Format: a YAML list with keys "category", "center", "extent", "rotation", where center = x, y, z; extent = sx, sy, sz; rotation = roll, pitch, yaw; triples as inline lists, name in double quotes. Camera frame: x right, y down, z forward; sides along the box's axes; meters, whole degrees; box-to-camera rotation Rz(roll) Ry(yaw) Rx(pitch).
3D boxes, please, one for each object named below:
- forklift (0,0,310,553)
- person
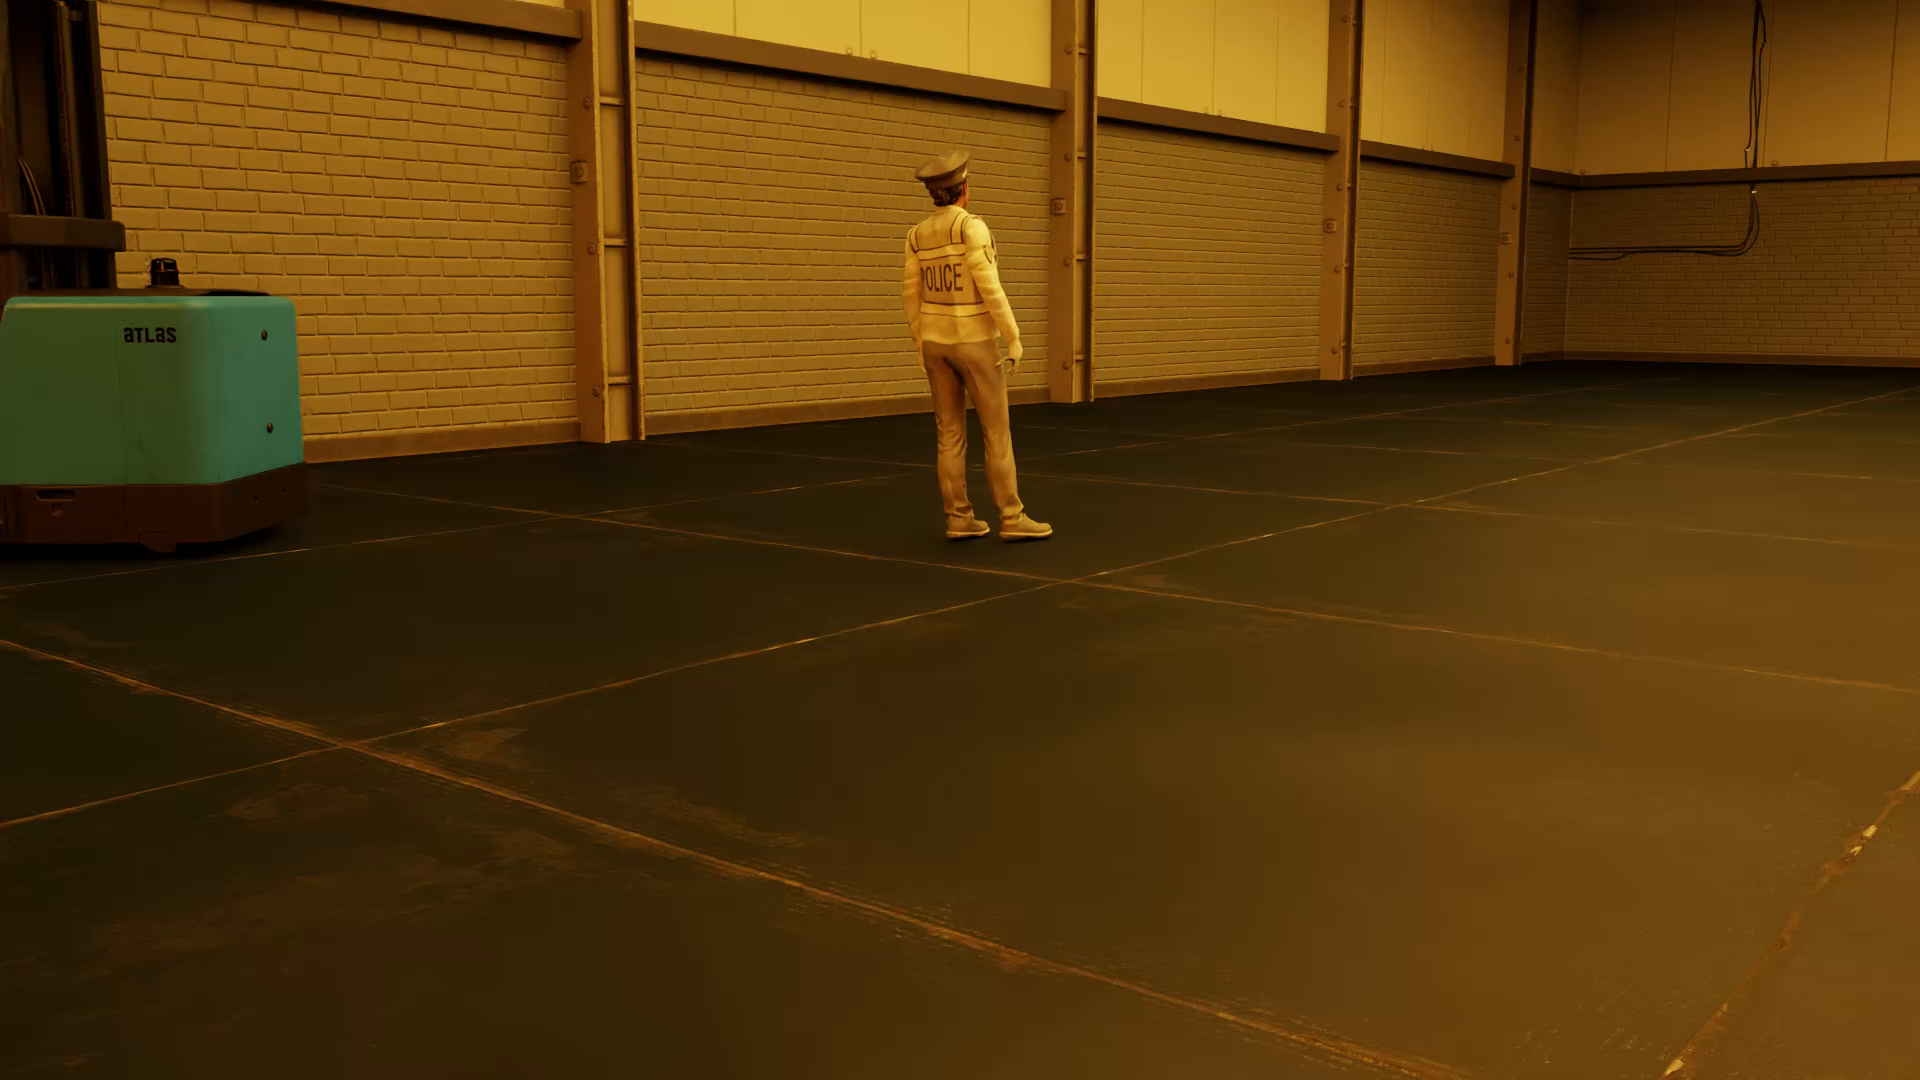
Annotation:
- category: "forklift"
  center: [-4.553, -1.442, 7.139]
  extent: [3.031, 2.935, 1.130]
  rotation: [0, 8, 0]
- category: "person"
  center: [0.048, -0.852, 7.330]
  extent: [0.588, 1.695, 0.531]
  rotation: [7, 11, 38]
